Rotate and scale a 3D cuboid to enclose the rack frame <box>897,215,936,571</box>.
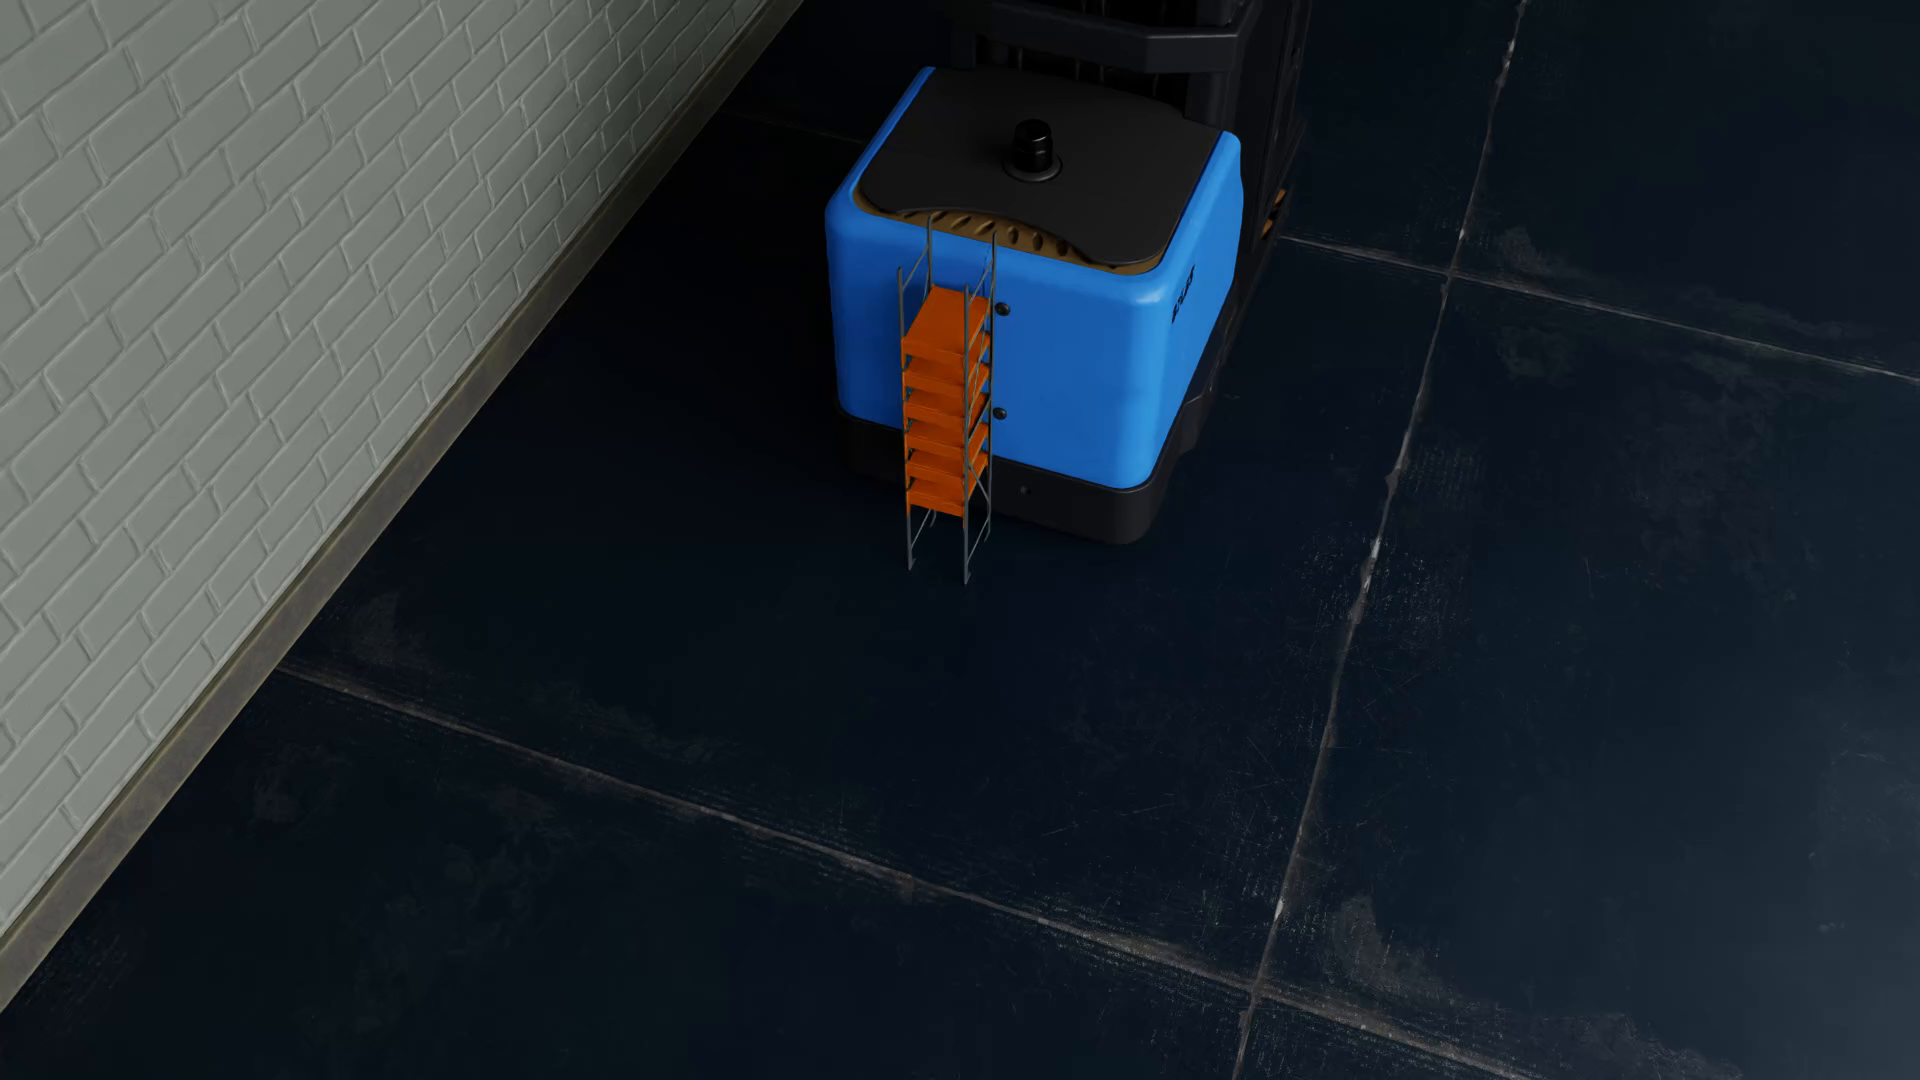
[{"bbox_3d":[-0.119,-0.382,4.787,0.006,1.200,0.240,15,51,13],"label":"rack frame"}]

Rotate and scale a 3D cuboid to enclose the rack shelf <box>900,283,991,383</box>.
[{"bbox_3d":[-0.032,-0.566,4.529,0.180,0.103,0.258,15,51,13],"label":"rack shelf"}]

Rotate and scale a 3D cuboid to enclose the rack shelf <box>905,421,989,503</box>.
[{"bbox_3d":[-0.032,-0.252,4.892,0.180,0.103,0.258,15,51,13],"label":"rack shelf"}]

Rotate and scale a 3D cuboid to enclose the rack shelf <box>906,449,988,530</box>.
[{"bbox_3d":[-0.032,-0.173,4.982,0.180,0.103,0.258,15,51,13],"label":"rack shelf"}]

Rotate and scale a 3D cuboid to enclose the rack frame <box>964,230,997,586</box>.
[{"bbox_3d":[0.054,-0.336,4.747,0.006,1.200,0.240,15,51,13],"label":"rack frame"}]

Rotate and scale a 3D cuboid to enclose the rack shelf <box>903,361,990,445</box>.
[{"bbox_3d":[-0.032,-0.409,4.710,0.180,0.103,0.258,15,51,13],"label":"rack shelf"}]

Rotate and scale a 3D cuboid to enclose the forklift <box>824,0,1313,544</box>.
[{"bbox_3d":[0.602,-2.085,5.117,1.130,2.935,3.031,16,51,14],"label":"forklift"}]

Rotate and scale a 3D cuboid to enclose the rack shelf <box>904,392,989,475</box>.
[{"bbox_3d":[-0.032,-0.330,4.801,0.180,0.103,0.258,15,51,13],"label":"rack shelf"}]

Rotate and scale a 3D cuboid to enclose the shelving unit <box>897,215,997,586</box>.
[{"bbox_3d":[-0.032,-0.359,4.767,0.189,1.200,0.258,15,51,13],"label":"shelving unit"}]

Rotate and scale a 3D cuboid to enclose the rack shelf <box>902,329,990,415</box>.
[{"bbox_3d":[-0.032,-0.487,4.620,0.180,0.103,0.258,15,51,13],"label":"rack shelf"}]
